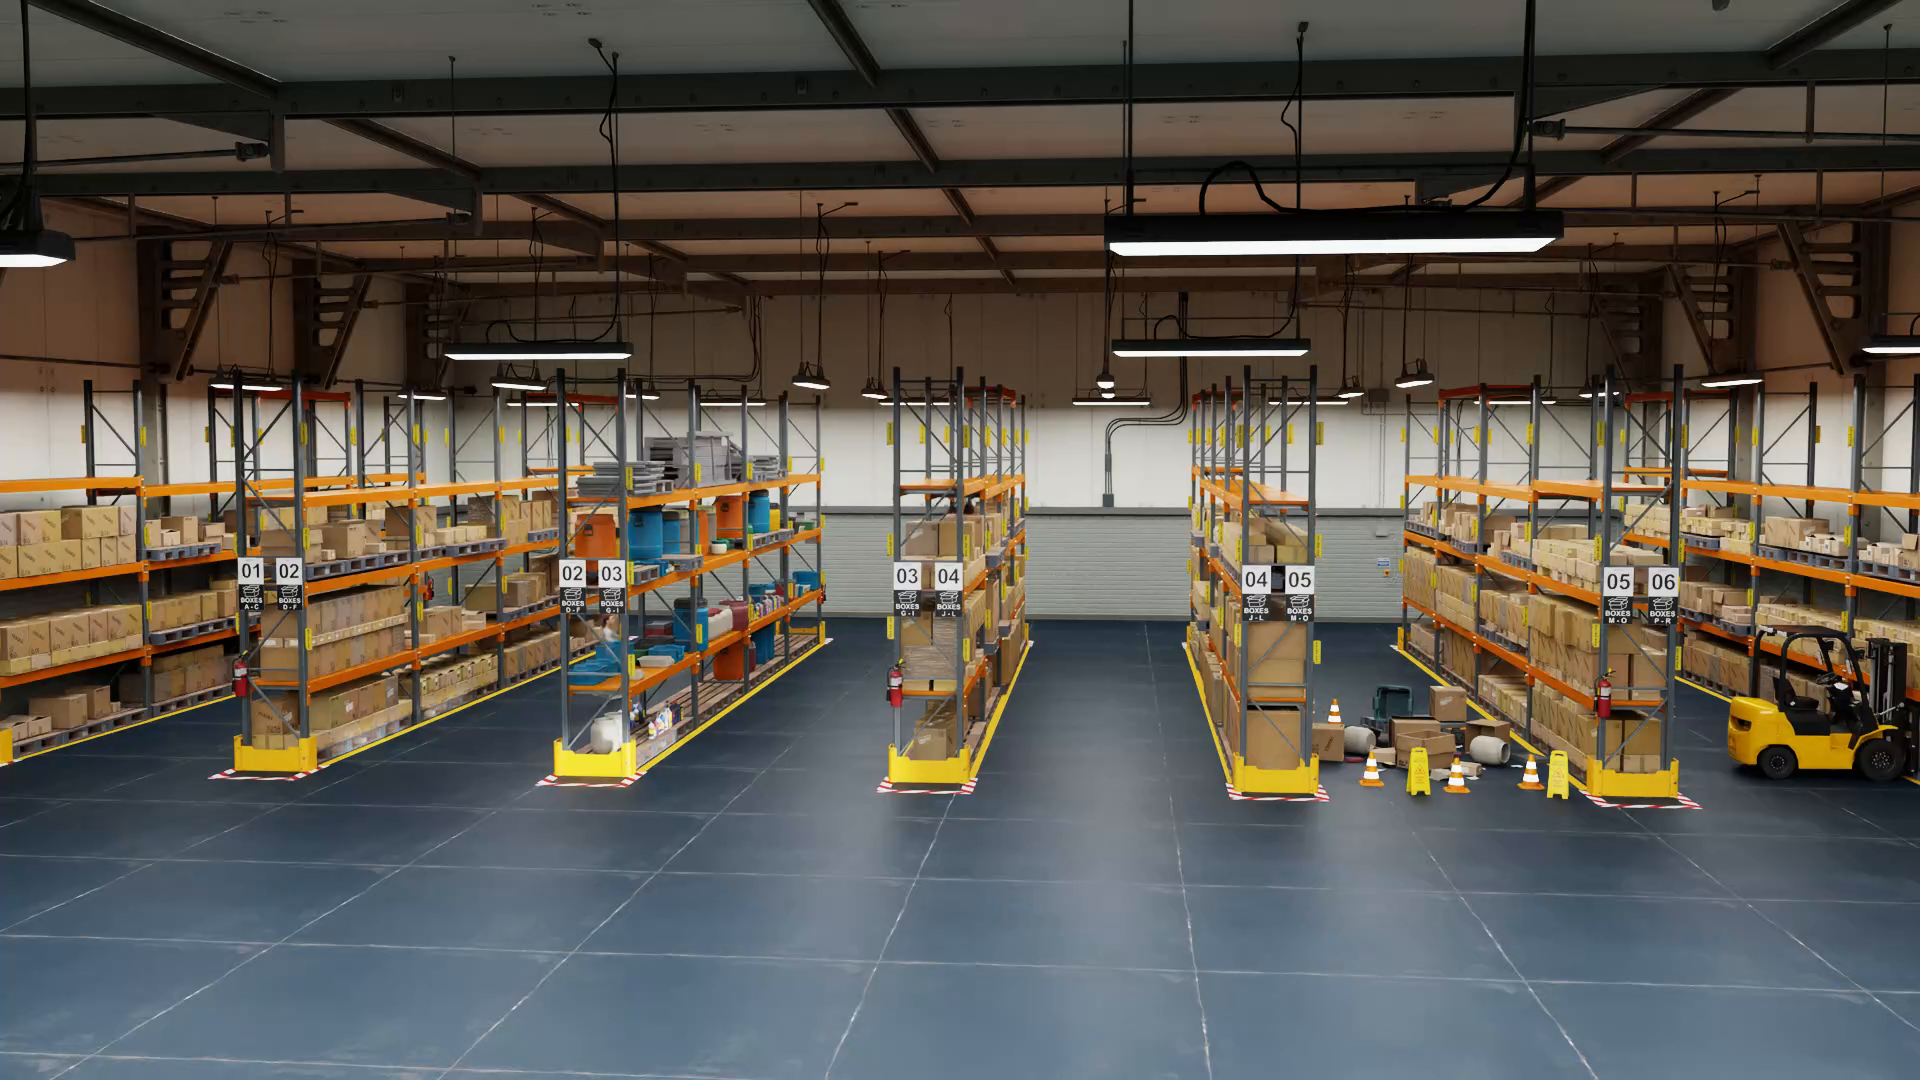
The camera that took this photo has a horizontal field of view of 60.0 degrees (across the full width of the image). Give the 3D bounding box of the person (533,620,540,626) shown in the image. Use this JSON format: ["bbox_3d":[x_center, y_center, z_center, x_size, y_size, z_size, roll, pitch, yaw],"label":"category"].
[{"bbox_3d":[-11.136,1.534,42.801,0.973,1.629,0.493,2,4,24],"label":"person"}]

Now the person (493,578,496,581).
[{"bbox_3d":[-10.608,1.733,38.194,0.652,1.730,1.060,0,4,4],"label":"person"}]

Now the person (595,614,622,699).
[{"bbox_3d":[-6.642,2.202,31.510,0.602,1.660,0.435,-3,4,-36],"label":"person"}]
